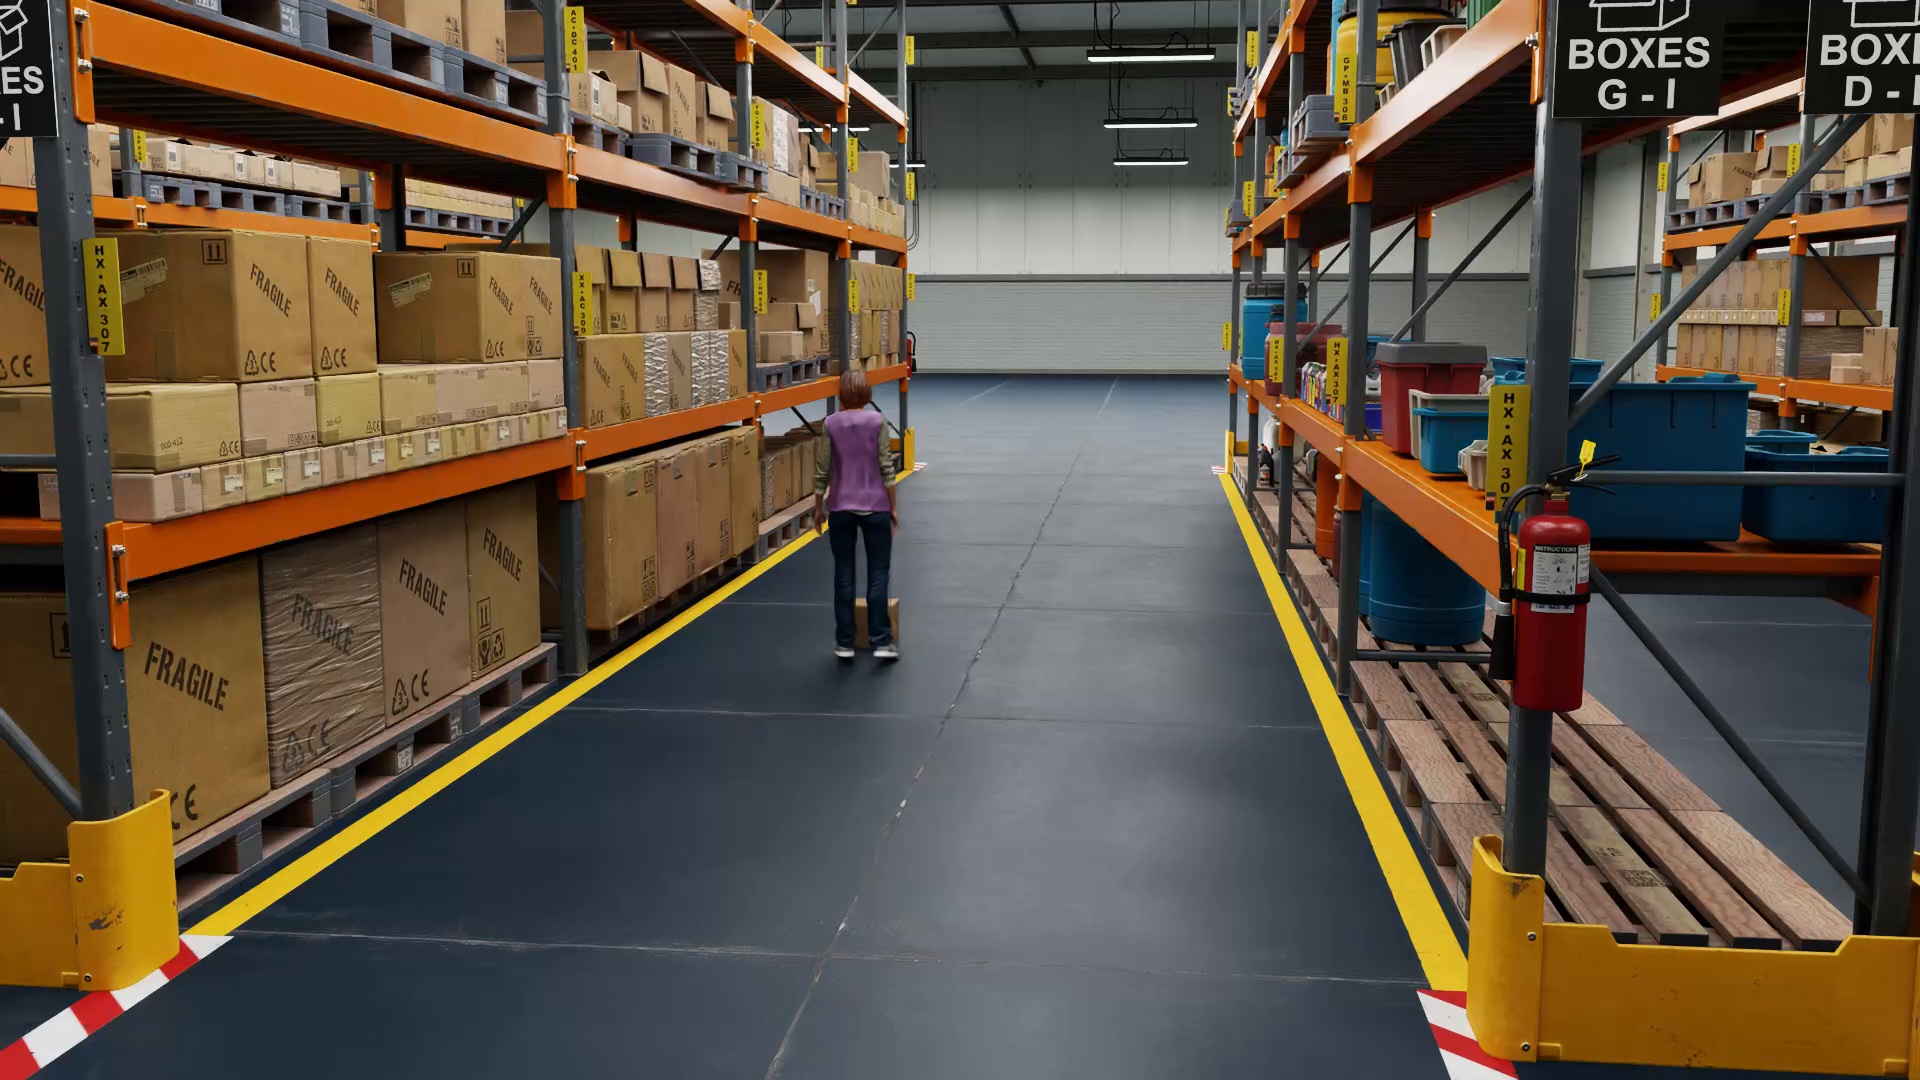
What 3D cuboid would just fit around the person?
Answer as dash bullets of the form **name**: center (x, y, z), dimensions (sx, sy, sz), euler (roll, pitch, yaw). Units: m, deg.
- **person**: center (-0.572, -0.133, 9.180), dimensions (0.476, 1.608, 0.318), euler (1, 8, 7)
